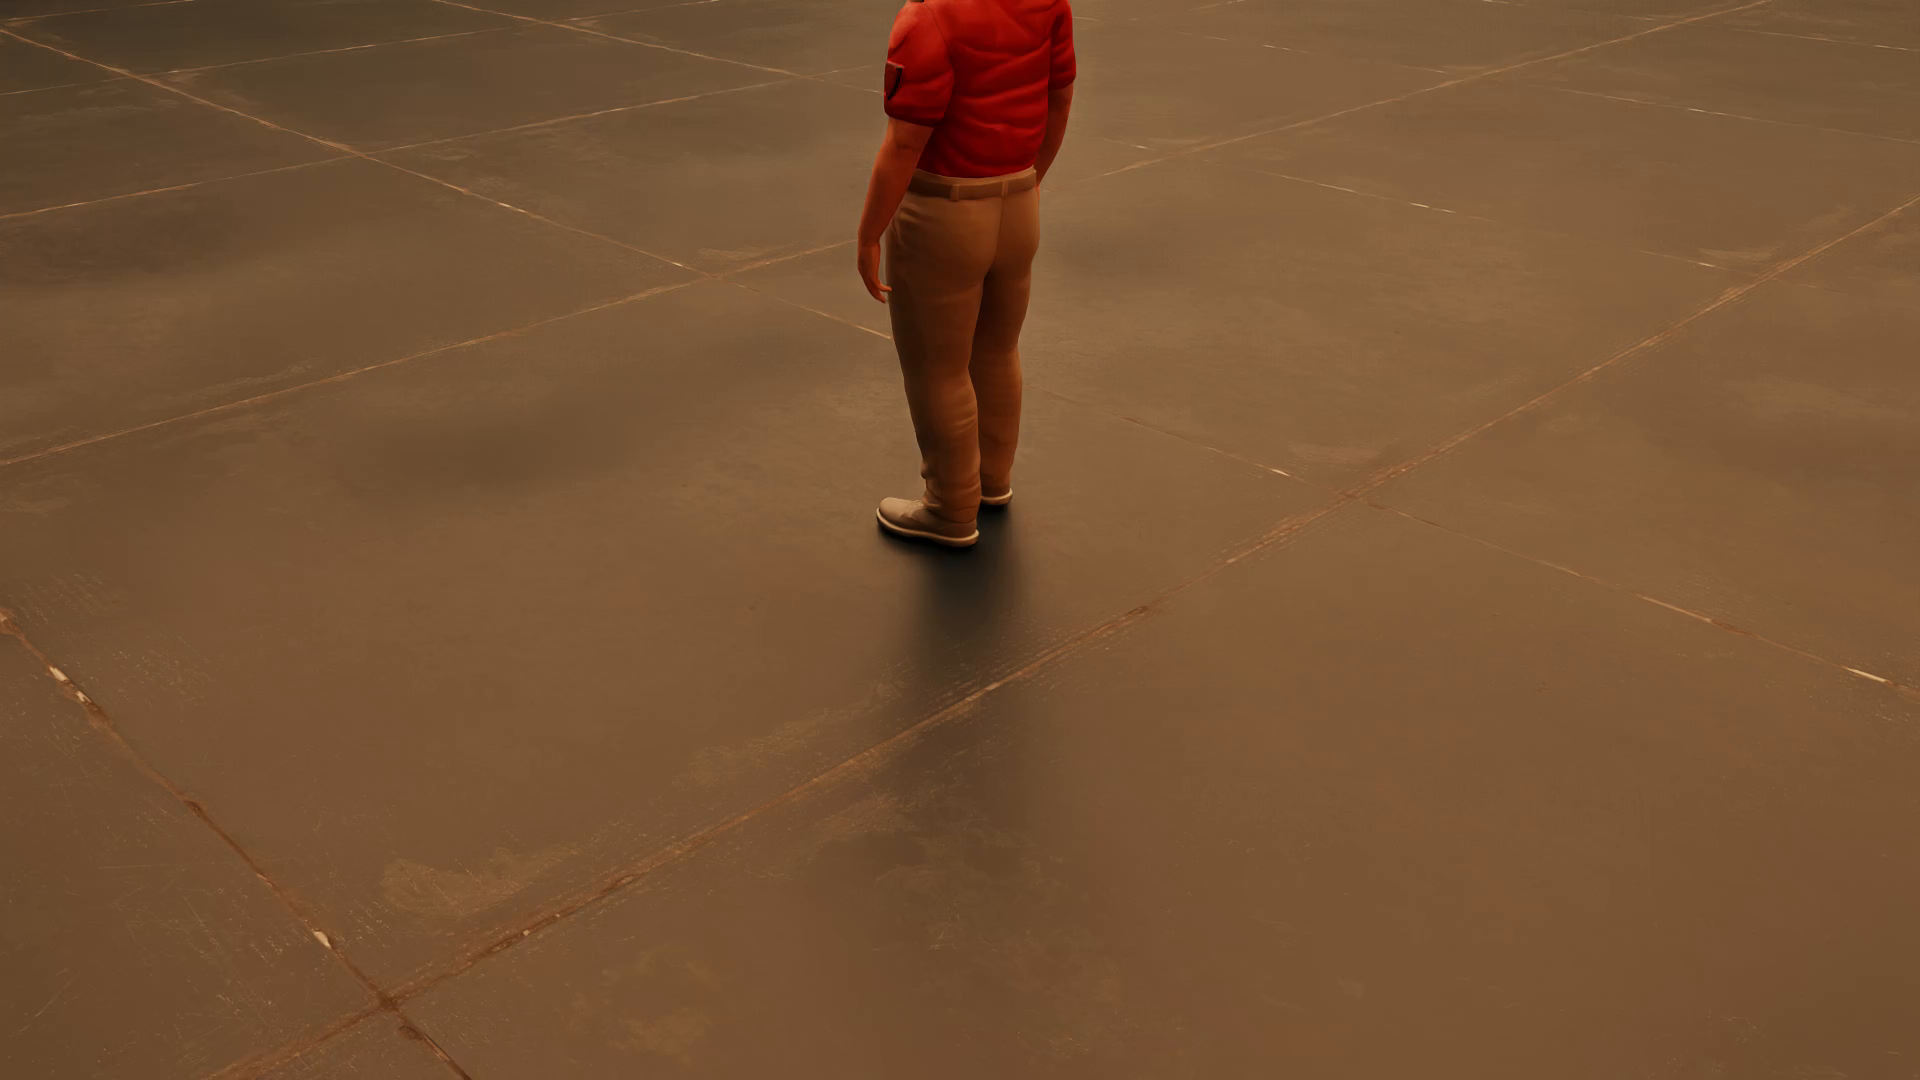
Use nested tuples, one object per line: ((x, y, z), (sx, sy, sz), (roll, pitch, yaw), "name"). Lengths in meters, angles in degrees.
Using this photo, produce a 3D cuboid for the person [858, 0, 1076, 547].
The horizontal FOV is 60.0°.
((-0.055, -0.815, 4.223), (0.642, 1.727, 0.550), (-24, 35, -39), "person")
